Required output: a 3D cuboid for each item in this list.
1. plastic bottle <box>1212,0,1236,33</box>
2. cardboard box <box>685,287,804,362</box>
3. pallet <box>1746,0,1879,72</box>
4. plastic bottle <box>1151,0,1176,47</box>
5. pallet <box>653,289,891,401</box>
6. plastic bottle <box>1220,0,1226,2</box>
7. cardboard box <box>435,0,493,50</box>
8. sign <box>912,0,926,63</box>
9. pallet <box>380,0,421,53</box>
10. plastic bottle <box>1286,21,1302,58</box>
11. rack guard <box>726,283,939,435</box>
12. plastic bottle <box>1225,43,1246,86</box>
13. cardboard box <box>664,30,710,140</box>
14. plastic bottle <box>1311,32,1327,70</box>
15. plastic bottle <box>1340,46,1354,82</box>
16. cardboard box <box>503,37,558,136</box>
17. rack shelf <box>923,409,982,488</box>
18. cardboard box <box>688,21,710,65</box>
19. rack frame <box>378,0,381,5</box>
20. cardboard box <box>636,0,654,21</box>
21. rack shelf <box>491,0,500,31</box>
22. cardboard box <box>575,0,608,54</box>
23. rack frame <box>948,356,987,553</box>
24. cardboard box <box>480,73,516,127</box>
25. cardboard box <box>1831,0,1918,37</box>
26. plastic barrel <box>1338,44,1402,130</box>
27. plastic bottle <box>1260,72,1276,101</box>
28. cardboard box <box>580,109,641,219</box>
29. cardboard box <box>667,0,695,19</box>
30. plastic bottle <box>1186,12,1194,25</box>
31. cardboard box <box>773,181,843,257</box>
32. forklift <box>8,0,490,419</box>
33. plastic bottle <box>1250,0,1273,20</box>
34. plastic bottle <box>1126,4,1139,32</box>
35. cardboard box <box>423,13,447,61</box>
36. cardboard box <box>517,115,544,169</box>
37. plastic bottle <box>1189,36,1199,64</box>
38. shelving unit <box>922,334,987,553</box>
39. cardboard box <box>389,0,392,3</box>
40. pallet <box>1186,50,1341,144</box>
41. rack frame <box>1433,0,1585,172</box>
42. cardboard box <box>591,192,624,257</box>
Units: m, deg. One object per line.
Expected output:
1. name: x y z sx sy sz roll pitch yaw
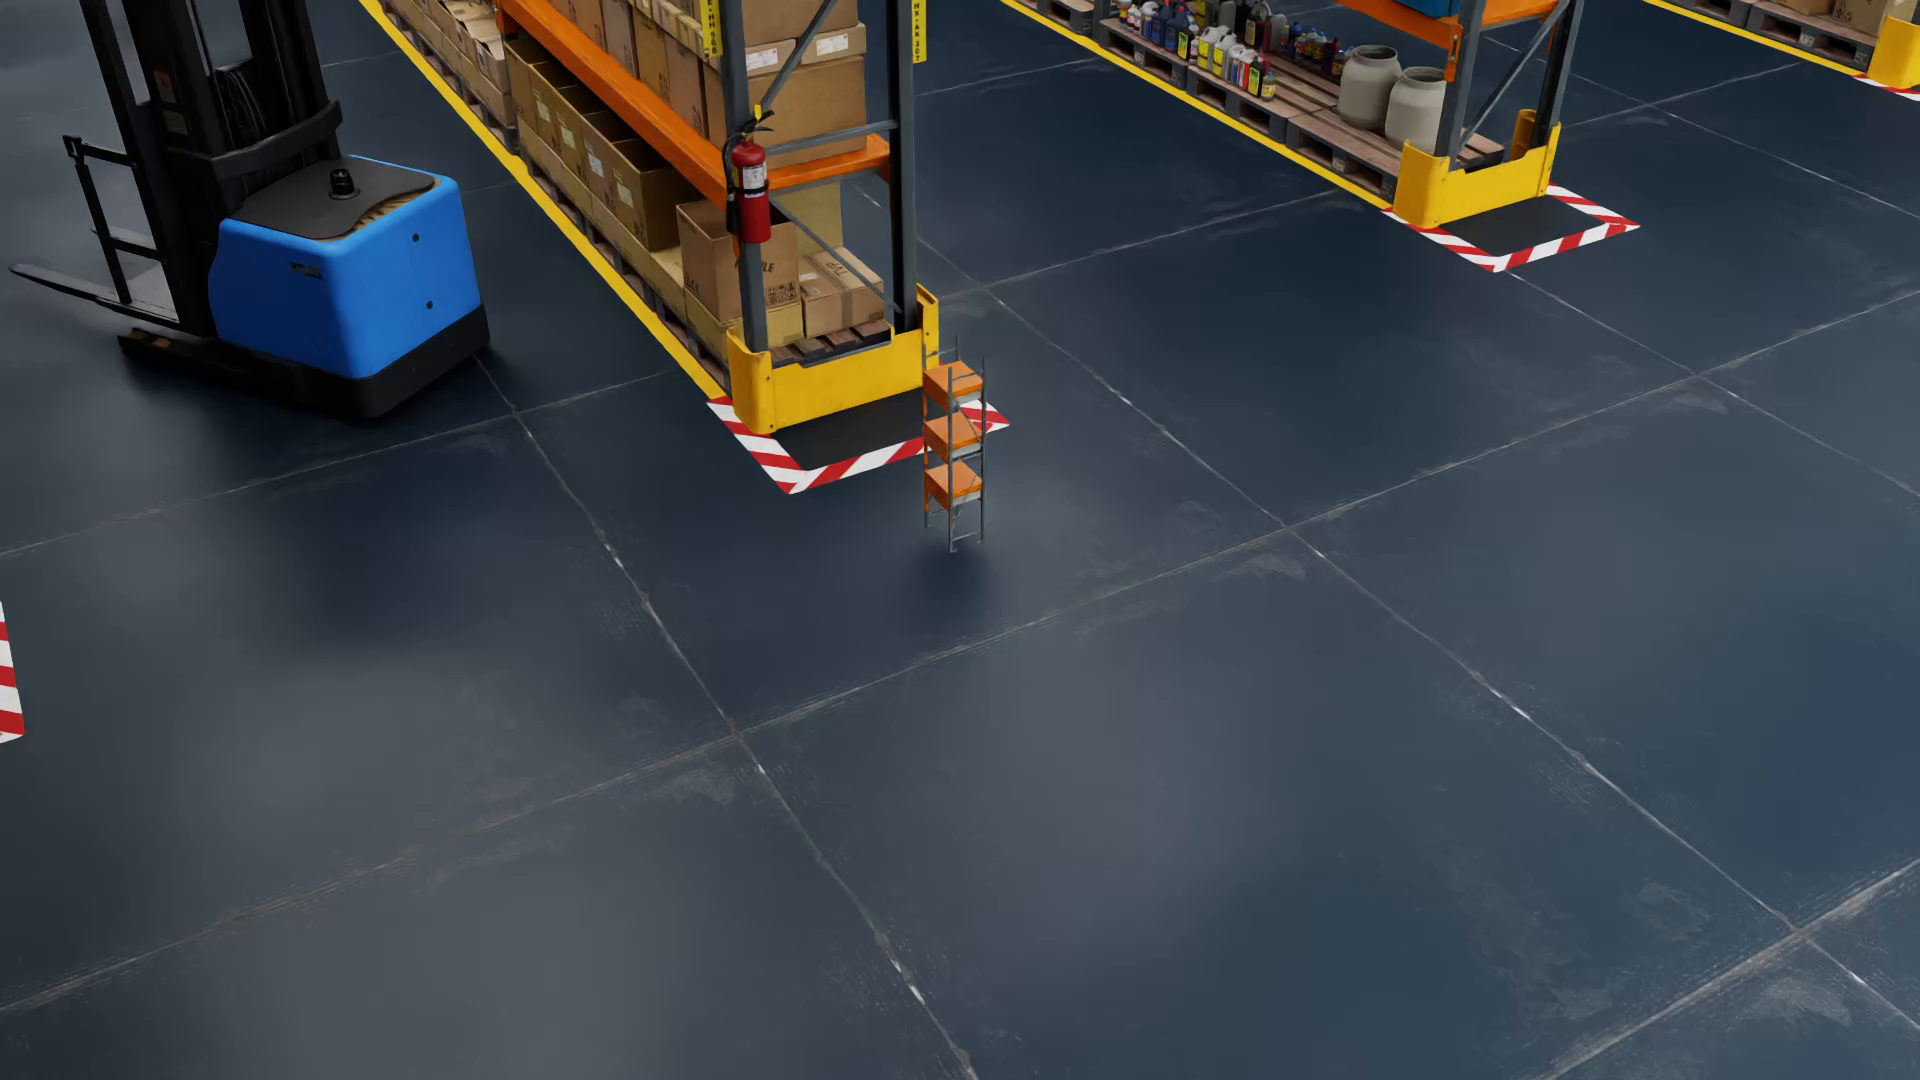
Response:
1. plastic bottle: 2.128 -4.227 13.431 0.152 0.276 0.135 -19 40 -24
2. cardboard box: -1.225 -1.286 9.443 0.500 0.250 0.500 -19 40 -24
3. pallet: 7.451 -4.312 13.975 1.003 0.211 1.213 -19 40 -24
4. plastic bottle: 1.621 -4.120 13.221 0.144 0.351 0.185 -18 40 -23
5. pallet: -1.121 -1.293 9.841 1.003 0.211 1.213 -19 40 -24
6. plastic bottle: 2.147 -4.412 13.620 0.144 0.351 0.185 -20 41 -25
7. cardboard box: -3.677 -4.007 12.693 0.500 0.311 0.500 -19 40 -24
8. sign: -0.218 -2.584 8.444 0.100 0.325 0.005 -19 40 -24
9. pallet: -4.340 -4.564 14.319 1.003 0.211 1.213 -19 40 -24
10. plastic bottle: 2.619 -3.929 13.027 0.097 0.271 0.097 0 36 0
11. rack guard: -0.688 -1.020 9.222 1.175 0.500 0.348 -19 40 -24
12. plastic bottle: 2.110 -3.599 12.571 0.152 0.276 0.135 -20 41 -25
13. cardboard box: -1.192 -2.590 9.168 0.700 0.500 0.500 -18 40 -23
14. plastic bottle: 2.771 -3.775 12.815 0.097 0.271 0.097 0 36 0
15. plastic bottle: 2.943 -3.600 12.576 0.097 0.271 0.097 0 36 0
16. cardboard box: -2.748 -3.114 11.310 0.500 0.500 0.500 -19 40 -24
17. rack shelf: -0.027 -0.443 7.984 0.215 0.259 0.240 -19 40 -24
18. cardboard box: -1.190 -2.615 8.652 0.380 0.149 0.250 -18 40 -23
19. rack frame: -4.720 -6.121 14.087 1.000 3.000 0.127 -19 40 -24
20. cardboard box: -1.575 -3.008 9.191 0.380 0.149 0.250 -18 40 -23
21. rack shelf: -3.715 -4.811 12.903 1.077 0.370 4.000 -19 40 -24
22. cardboard box: -1.962 -3.373 10.240 0.700 0.500 0.500 -18 40 -23
23. rack frame: 0.034 -0.389 7.893 0.200 1.050 0.008 -19 40 -24
24. cardboard box: -3.169 -3.266 12.154 0.500 0.250 0.500 -19 40 -24
25. cardboard box: 7.567 -4.458 13.574 0.500 0.500 0.500 -12 38 -16
26. plastic barrel: 2.936 -3.241 11.897 0.421 0.512 0.421 0 36 0
27. plastic bottle: 2.283 -3.361 12.309 0.097 0.201 0.097 0 36 0
28. cardboard box: -1.992 -2.350 10.263 0.500 0.500 0.500 -19 40 -24
29. cardboard box: -1.219 -3.141 8.823 0.700 0.500 0.500 -20 41 -25
30. plastic bottle: 1.799 -4.050 13.192 0.097 0.271 0.097 0 36 0
31. cardboard box: -1.030 -1.997 9.781 0.500 0.500 0.500 -19 40 -24
32. forklift: -4.303 -2.442 9.108 3.031 2.935 1.130 16 39 21
33. plastic bottle: 2.406 -4.149 13.261 0.144 0.351 0.185 -19 40 -24
34. plastic bottle: 1.407 -4.250 13.526 0.097 0.201 0.097 0 36 0
35. cardboard box: -3.933 -4.045 13.220 0.500 0.250 0.500 -18 40 -23
36. cardboard box: -2.739 -2.814 11.535 0.500 0.250 0.500 -19 40 -24
37. plastic bottle: 1.838 -3.812 12.926 0.097 0.201 0.097 0 36 0
38. shelving unit: -0.027 -0.451 7.978 0.215 1.050 0.252 -19 40 -24
39. cardboard box: -4.711 -4.826 14.290 0.500 0.250 0.500 -19 40 -24
40. pallet: 2.493 -3.443 12.785 1.003 0.211 1.213 -19 40 -24
41. rack frame: 3.584 -3.507 10.509 1.000 3.000 0.127 -19 40 -24
42. cardboard box: -1.989 -2.048 10.486 0.500 0.250 0.500 -19 40 -24
